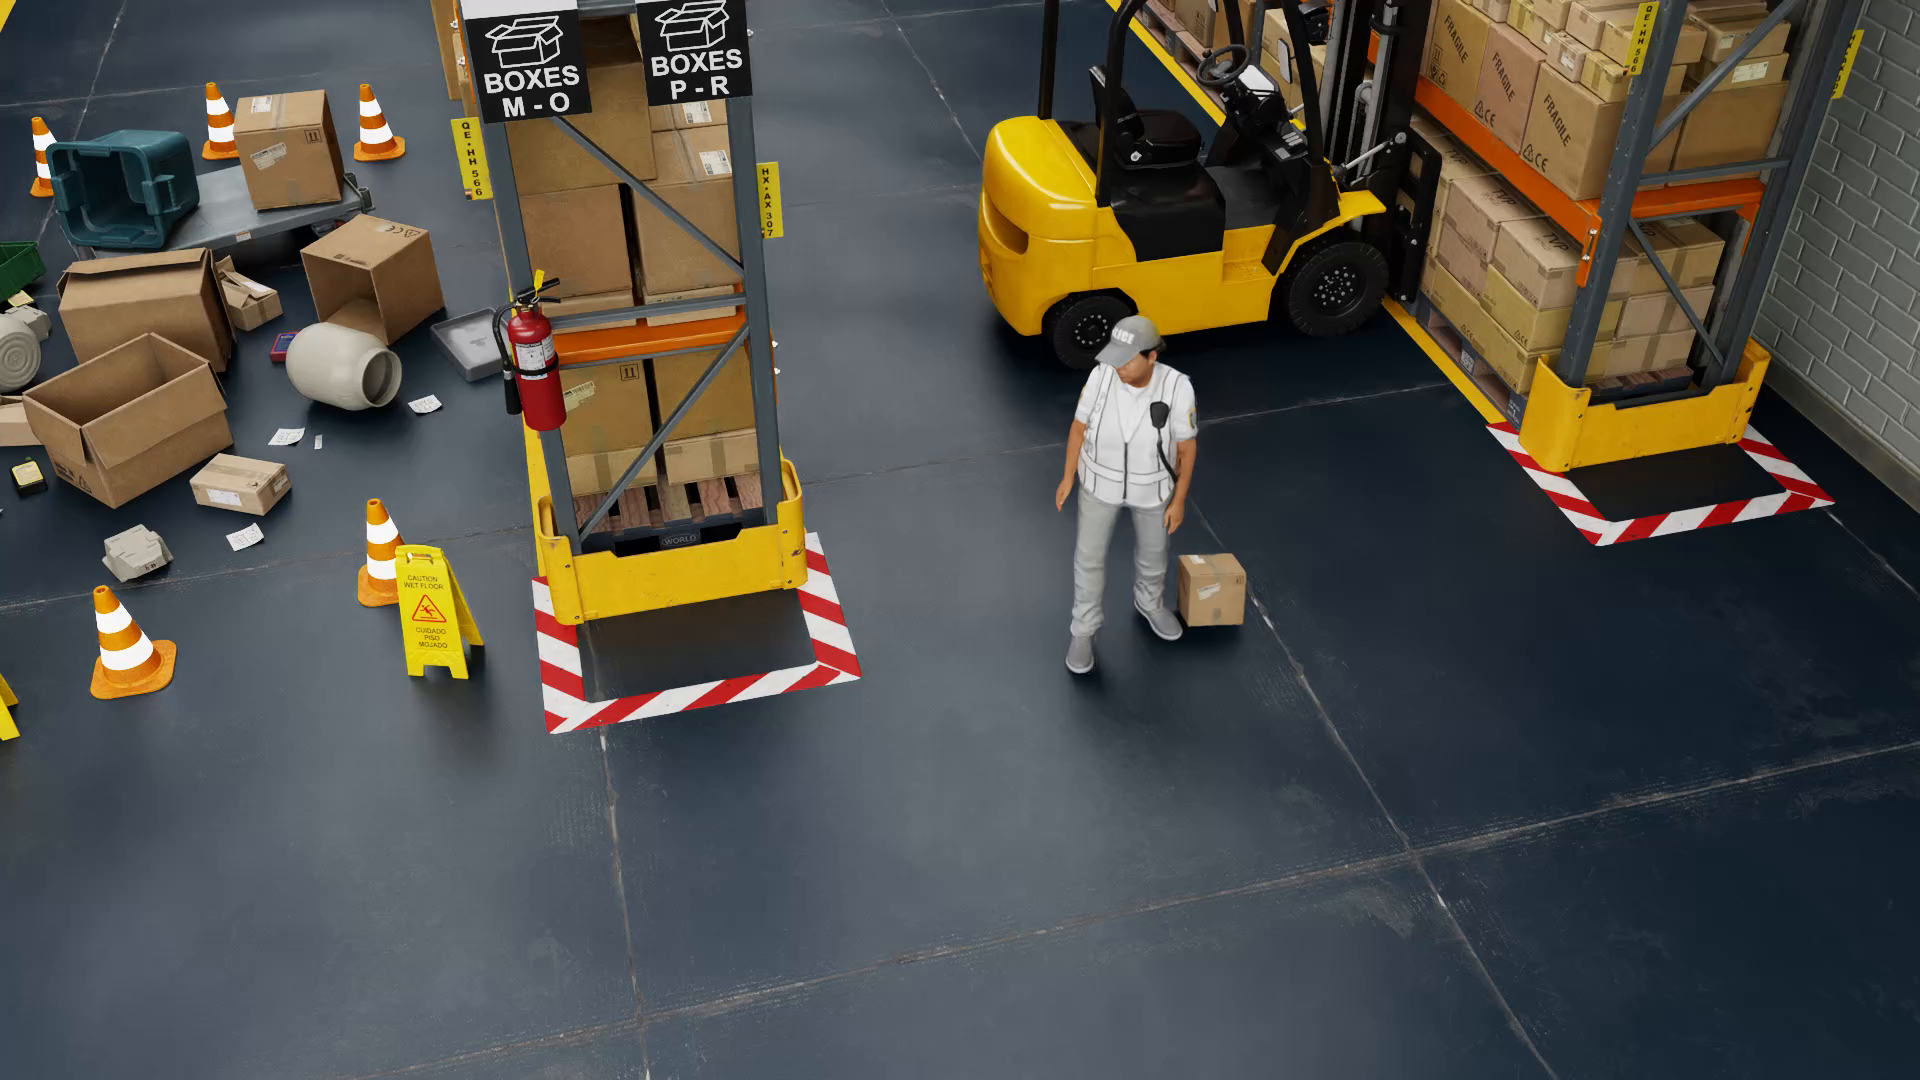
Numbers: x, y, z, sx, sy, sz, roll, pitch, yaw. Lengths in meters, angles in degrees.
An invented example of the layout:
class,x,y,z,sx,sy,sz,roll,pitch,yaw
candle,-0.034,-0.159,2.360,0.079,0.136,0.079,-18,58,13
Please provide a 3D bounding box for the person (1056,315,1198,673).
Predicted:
class,x,y,z,sx,sy,sz,roll,pitch,yaw
person,0.695,-0.202,6.935,0.587,1.656,0.563,6,39,8
